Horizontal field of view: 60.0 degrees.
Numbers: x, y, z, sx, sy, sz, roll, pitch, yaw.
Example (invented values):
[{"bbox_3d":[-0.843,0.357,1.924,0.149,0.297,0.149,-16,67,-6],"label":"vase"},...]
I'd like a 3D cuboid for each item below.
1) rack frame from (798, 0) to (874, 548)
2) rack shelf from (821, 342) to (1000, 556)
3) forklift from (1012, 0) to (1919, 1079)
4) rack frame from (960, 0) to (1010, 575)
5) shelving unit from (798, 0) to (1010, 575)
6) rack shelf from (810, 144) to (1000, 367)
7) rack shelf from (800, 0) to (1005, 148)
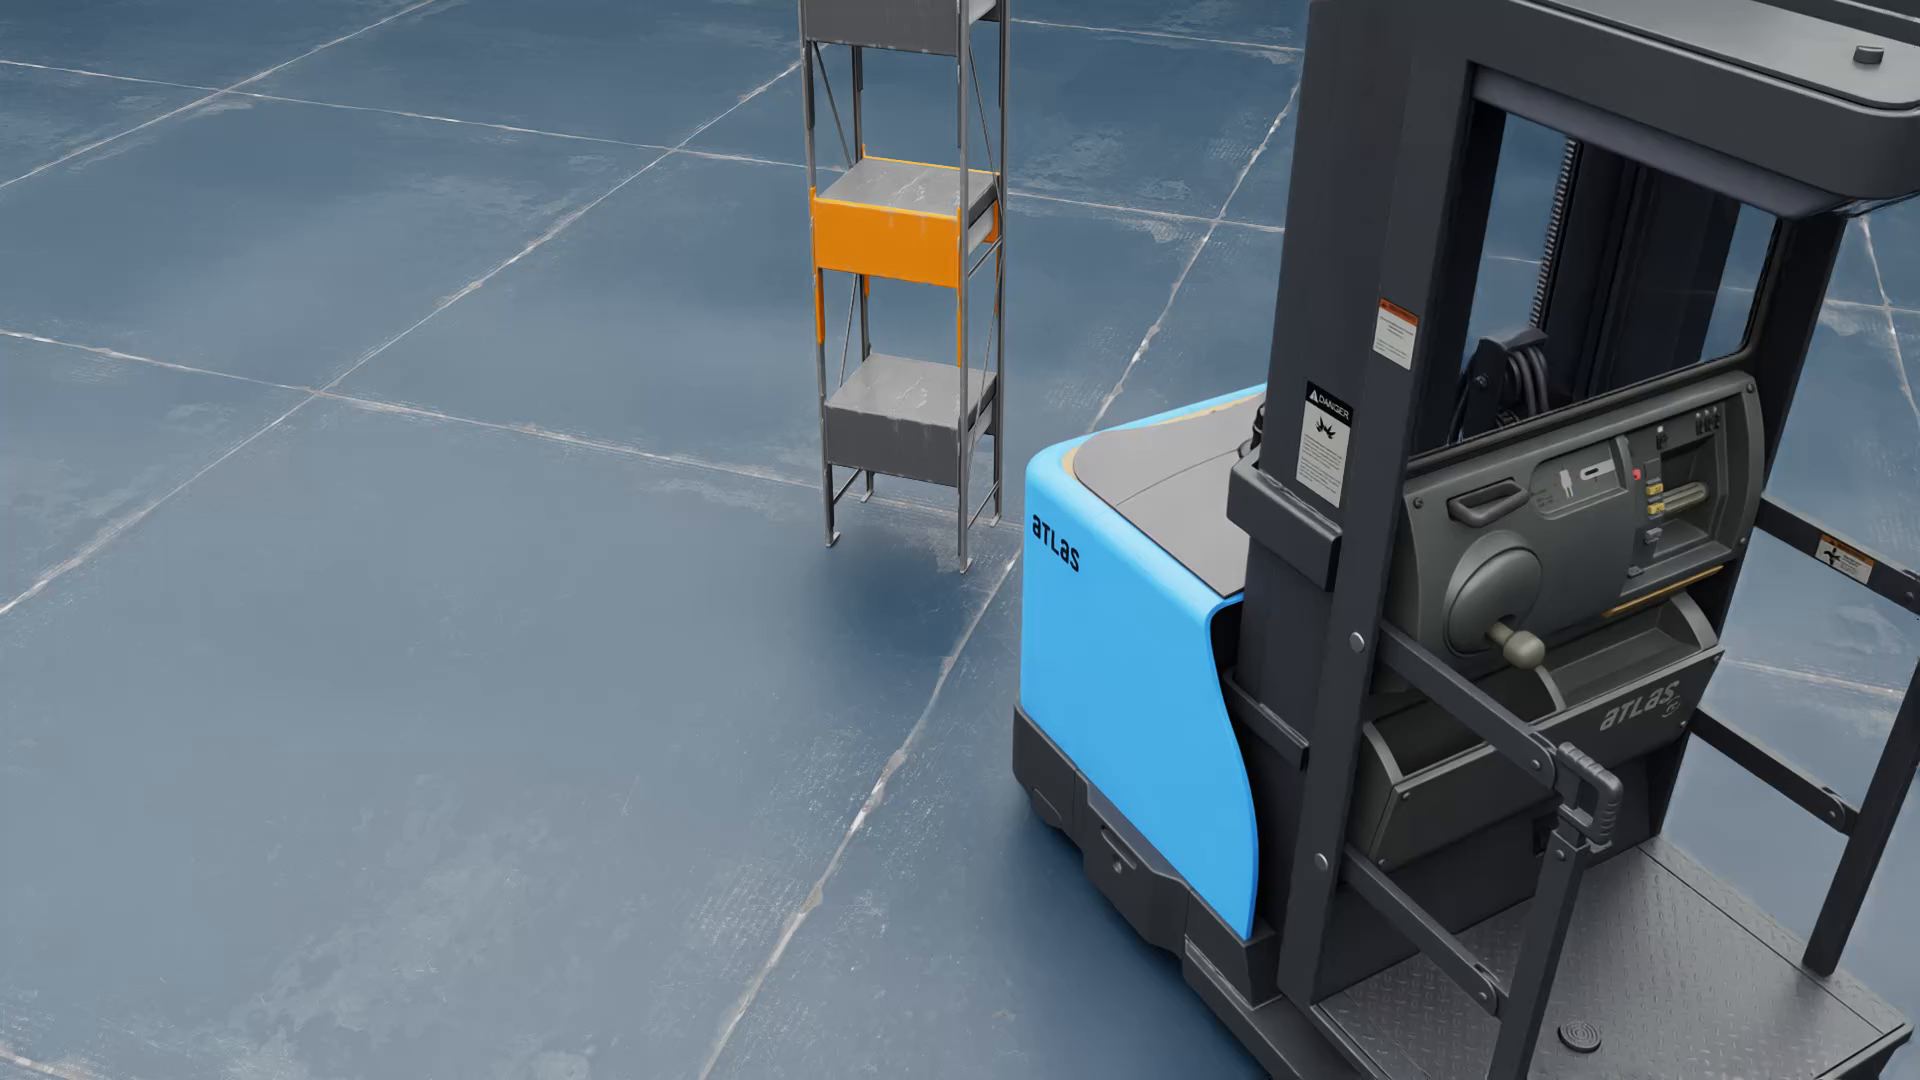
[{"bbox_3d":[-0.386,-0.957,5.297,0.015,2.100,0.400,11,34,16],"label":"rack frame"},{"bbox_3d":[-0.156,-0.313,5.614,0.480,0.518,0.431,11,34,16],"label":"rack shelf"},{"bbox_3d":[1.315,0.015,3.025,1.130,2.935,3.031,-17,37,-25],"label":"forklift"},{"bbox_3d":[0.074,-0.868,5.158,0.015,2.100,0.400,11,34,16],"label":"rack frame"},{"bbox_3d":[-0.156,-0.912,5.227,0.503,2.100,0.431,11,34,16],"label":"shelving unit"},{"bbox_3d":[-0.156,-0.901,5.235,0.480,0.518,0.431,11,34,16],"label":"rack shelf"},{"bbox_3d":[-0.156,-1.489,4.855,0.480,0.518,0.431,11,34,16],"label":"rack shelf"}]
